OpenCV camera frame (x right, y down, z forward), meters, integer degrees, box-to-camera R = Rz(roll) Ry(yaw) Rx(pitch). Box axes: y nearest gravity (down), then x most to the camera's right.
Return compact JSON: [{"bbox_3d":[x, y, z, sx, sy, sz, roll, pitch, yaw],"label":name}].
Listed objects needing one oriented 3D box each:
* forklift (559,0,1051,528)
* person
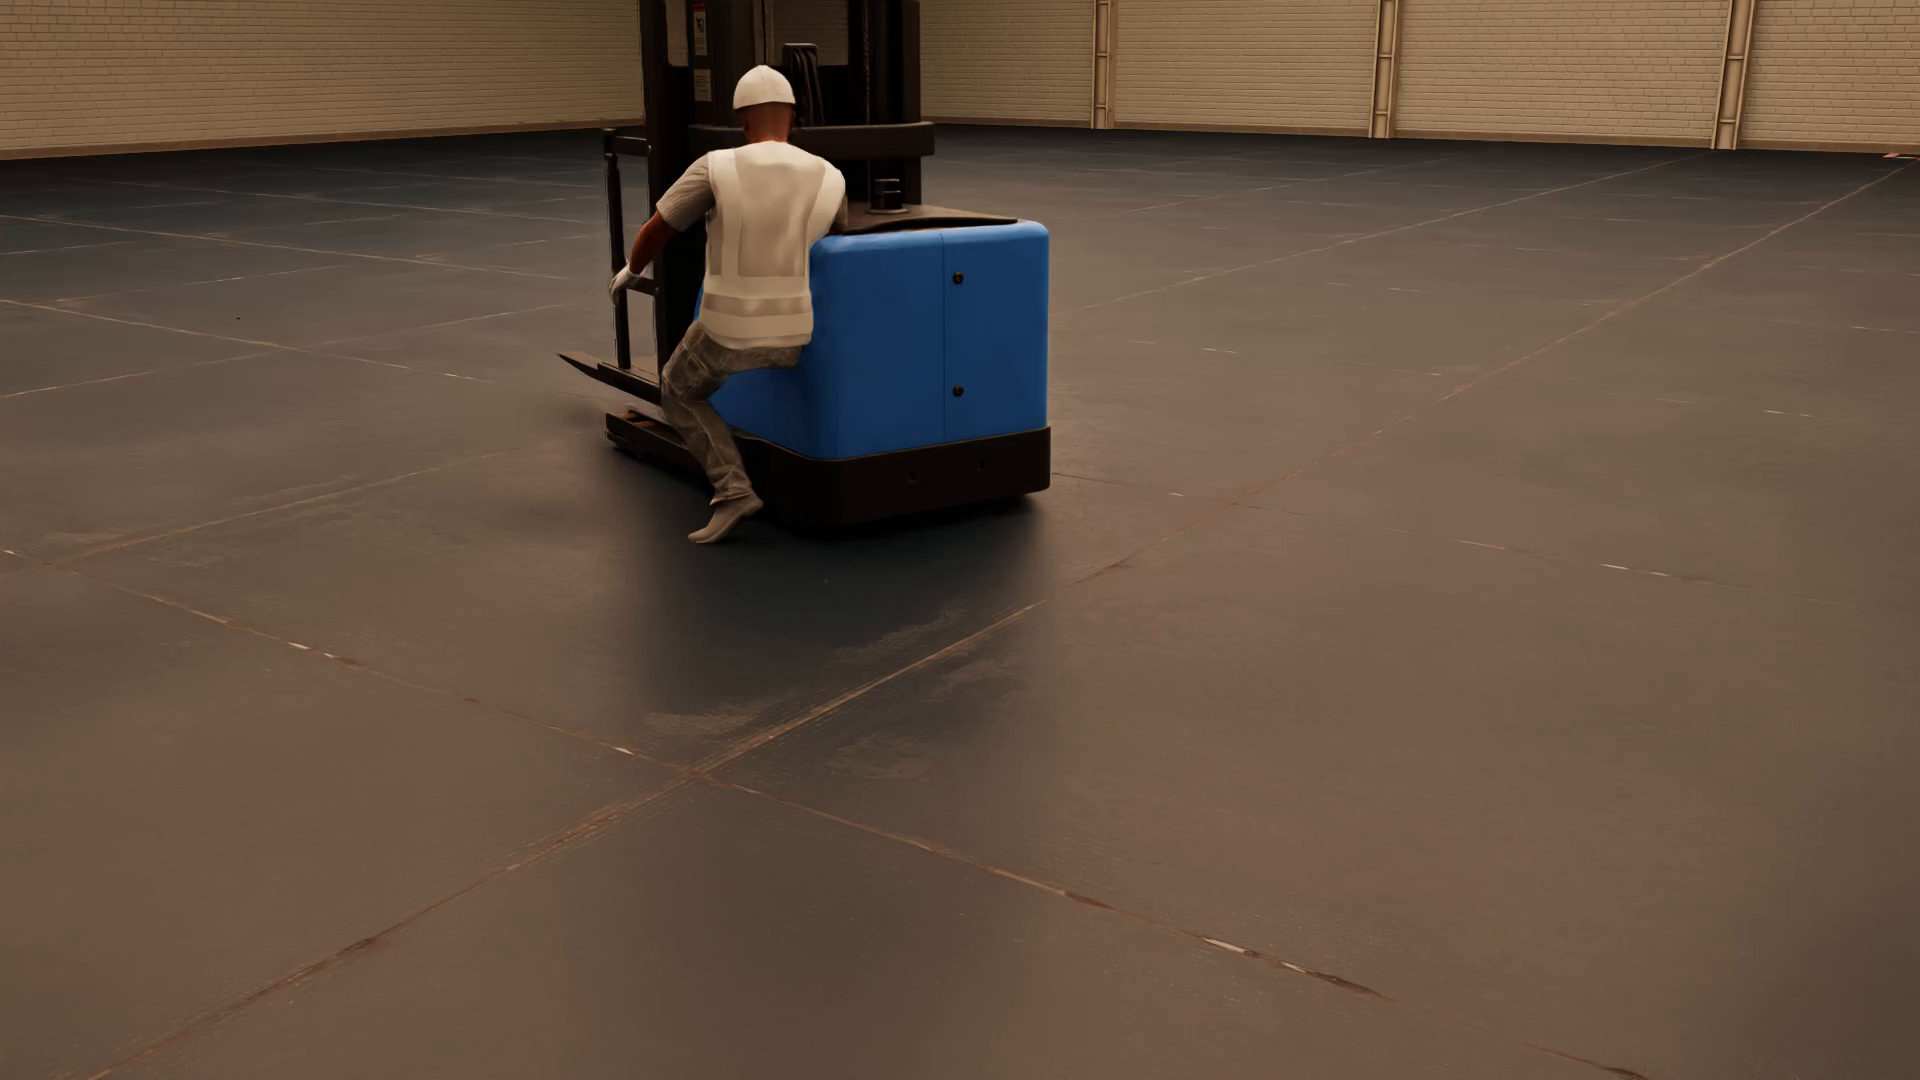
[{"bbox_3d":[-0.886,-1.815,6.901,1.130,2.935,3.031,-11,20,-32],"label":"forklift"},{"bbox_3d":[-0.740,-0.822,5.887,0.942,1.654,0.660,-6,18,-20],"label":"person"}]
